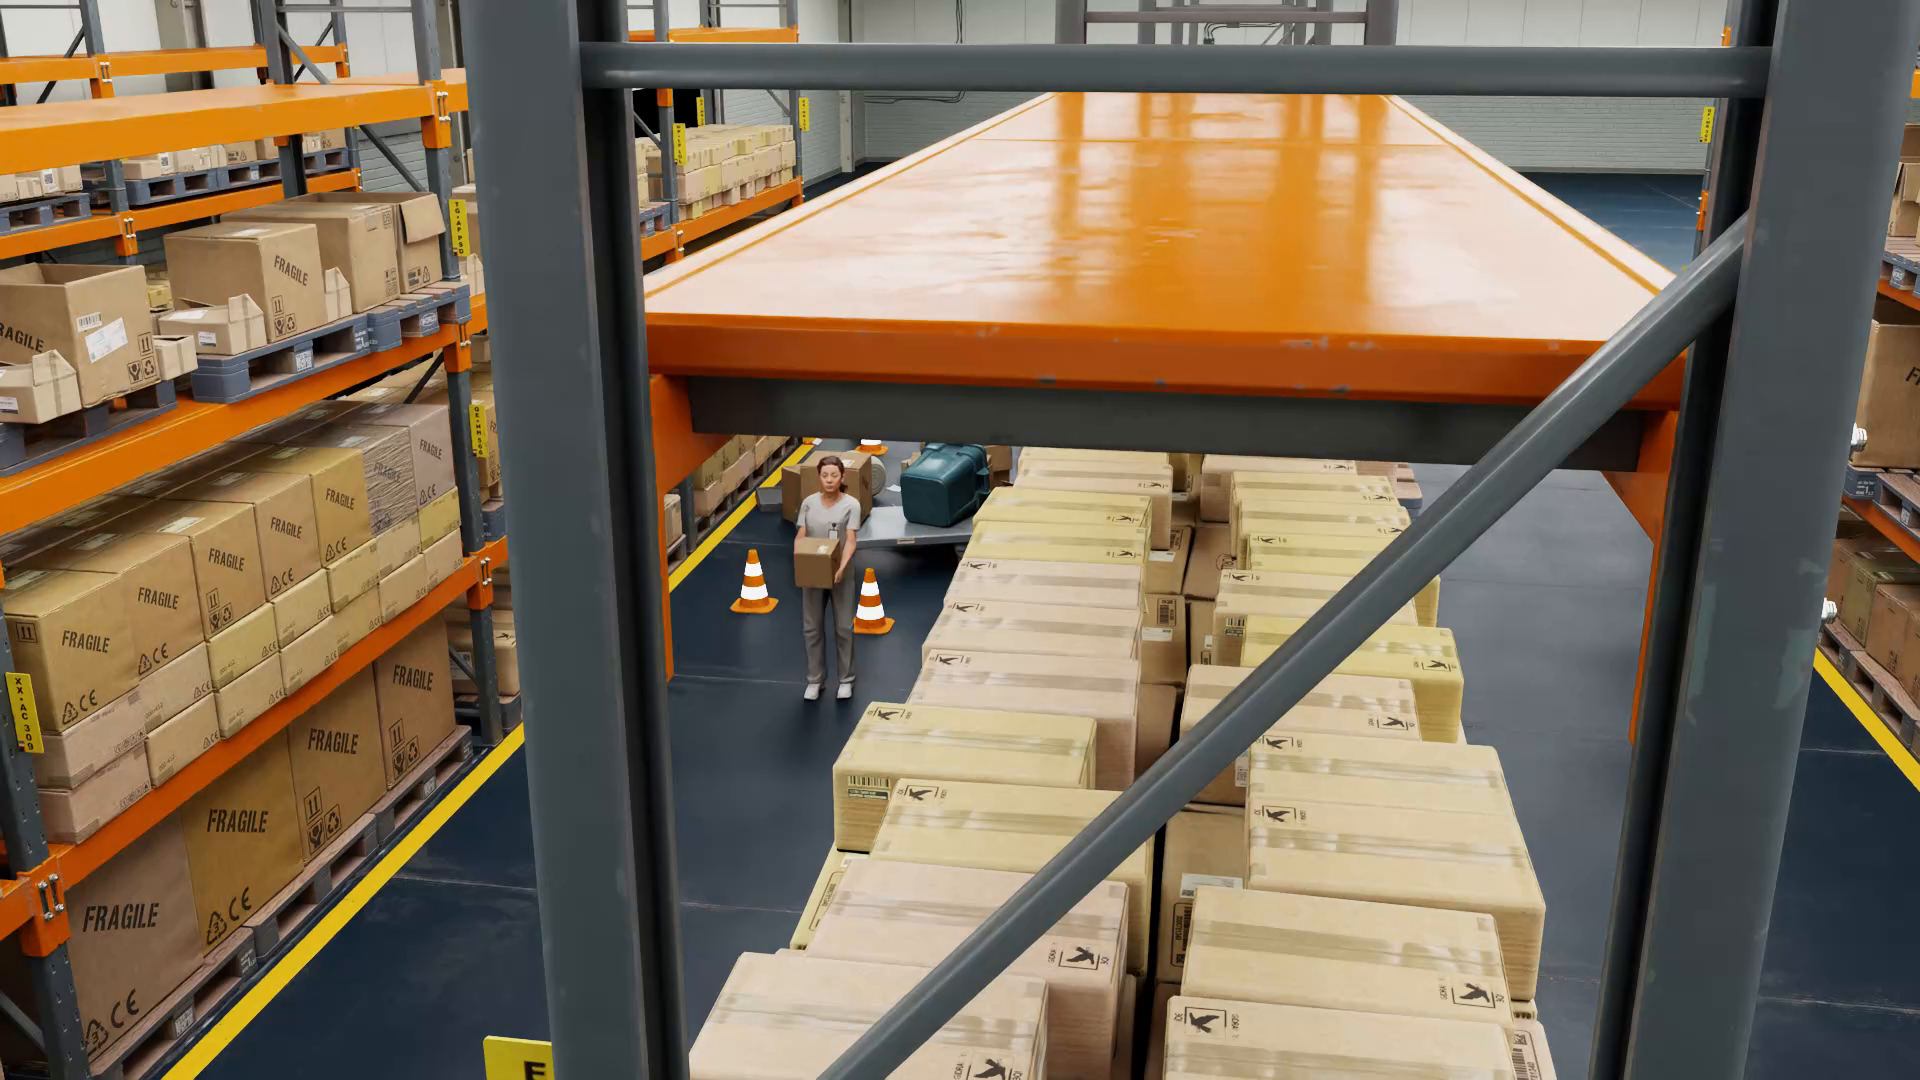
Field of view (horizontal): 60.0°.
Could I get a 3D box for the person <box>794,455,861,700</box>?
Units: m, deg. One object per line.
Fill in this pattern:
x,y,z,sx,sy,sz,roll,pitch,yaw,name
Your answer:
-0.898,0.268,11.250,0.437,1.662,0.555,3,18,10,person
